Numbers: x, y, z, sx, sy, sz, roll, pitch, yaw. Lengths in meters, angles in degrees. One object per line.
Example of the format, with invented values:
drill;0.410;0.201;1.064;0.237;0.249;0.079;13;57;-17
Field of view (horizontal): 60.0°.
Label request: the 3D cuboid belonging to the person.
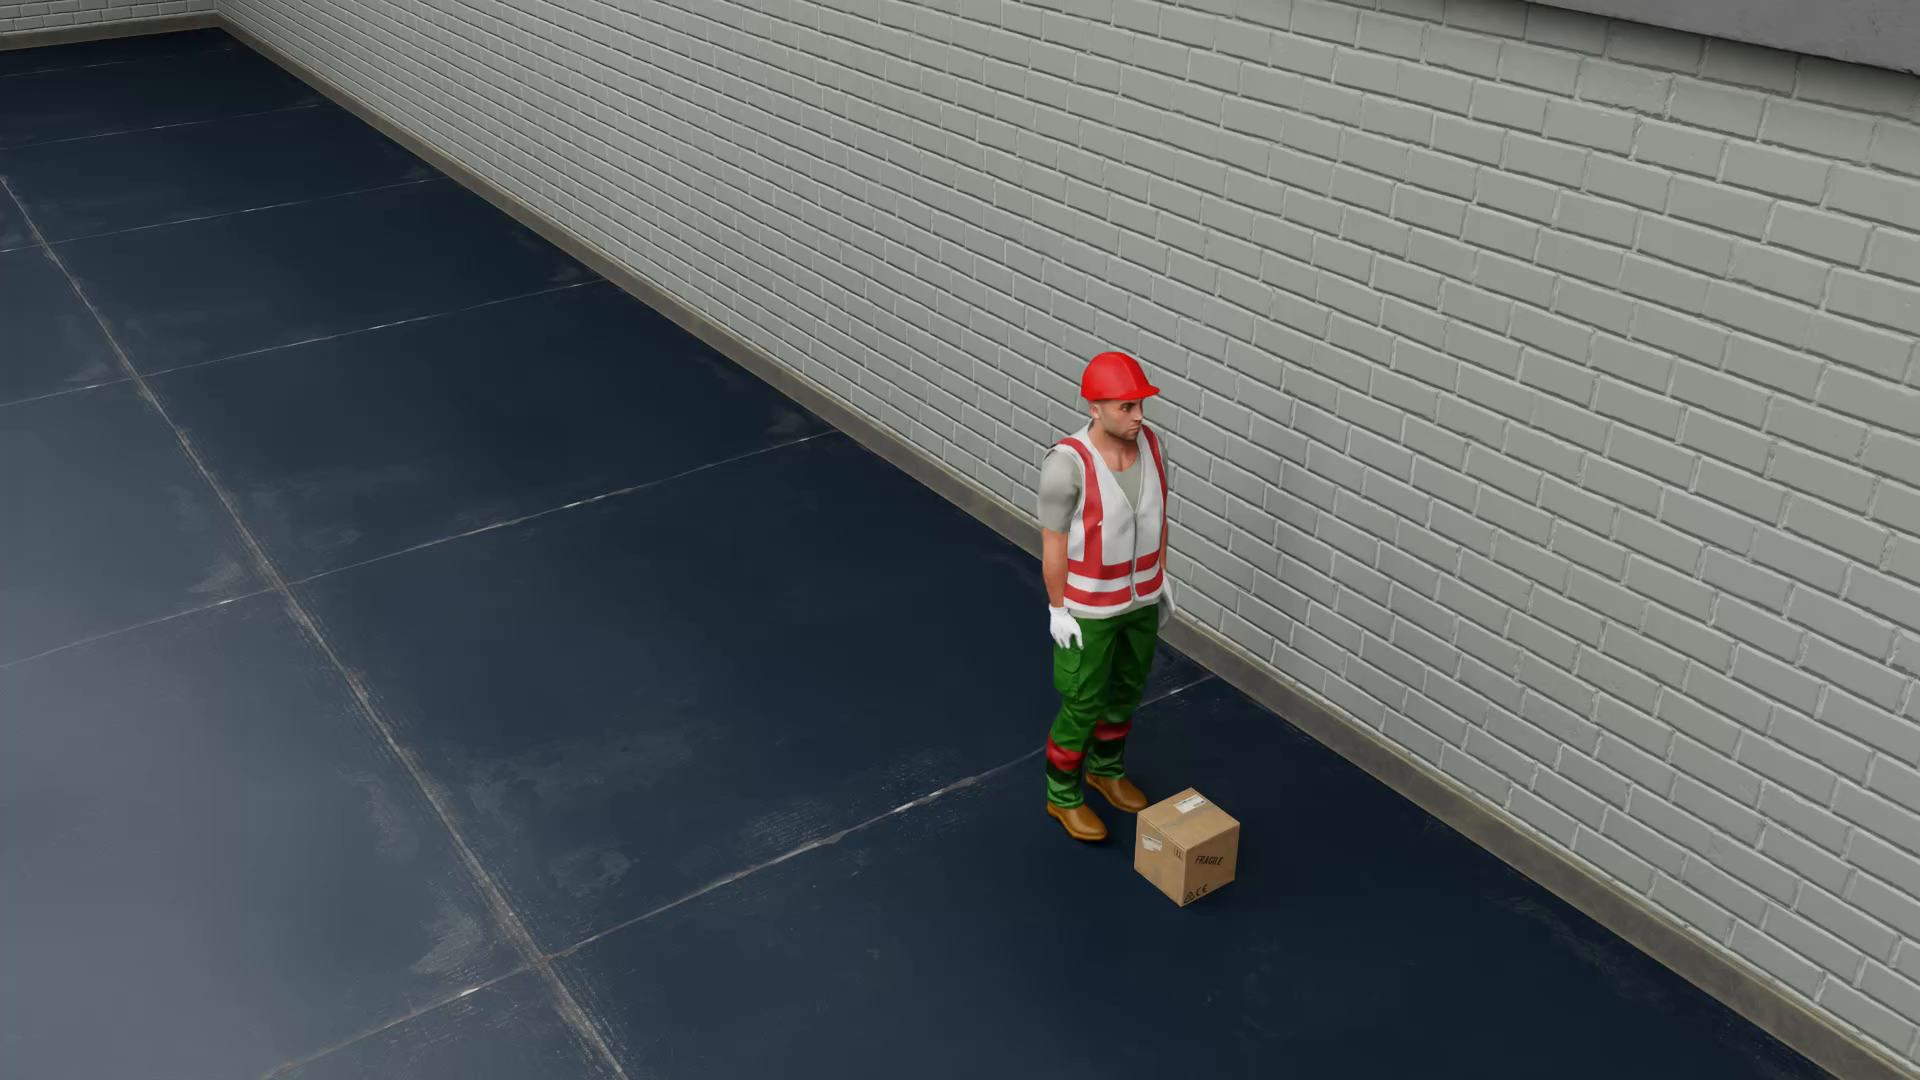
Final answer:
person;0.518;0.209;5.722;0.523;1.798;0.365;-18;33;-29
